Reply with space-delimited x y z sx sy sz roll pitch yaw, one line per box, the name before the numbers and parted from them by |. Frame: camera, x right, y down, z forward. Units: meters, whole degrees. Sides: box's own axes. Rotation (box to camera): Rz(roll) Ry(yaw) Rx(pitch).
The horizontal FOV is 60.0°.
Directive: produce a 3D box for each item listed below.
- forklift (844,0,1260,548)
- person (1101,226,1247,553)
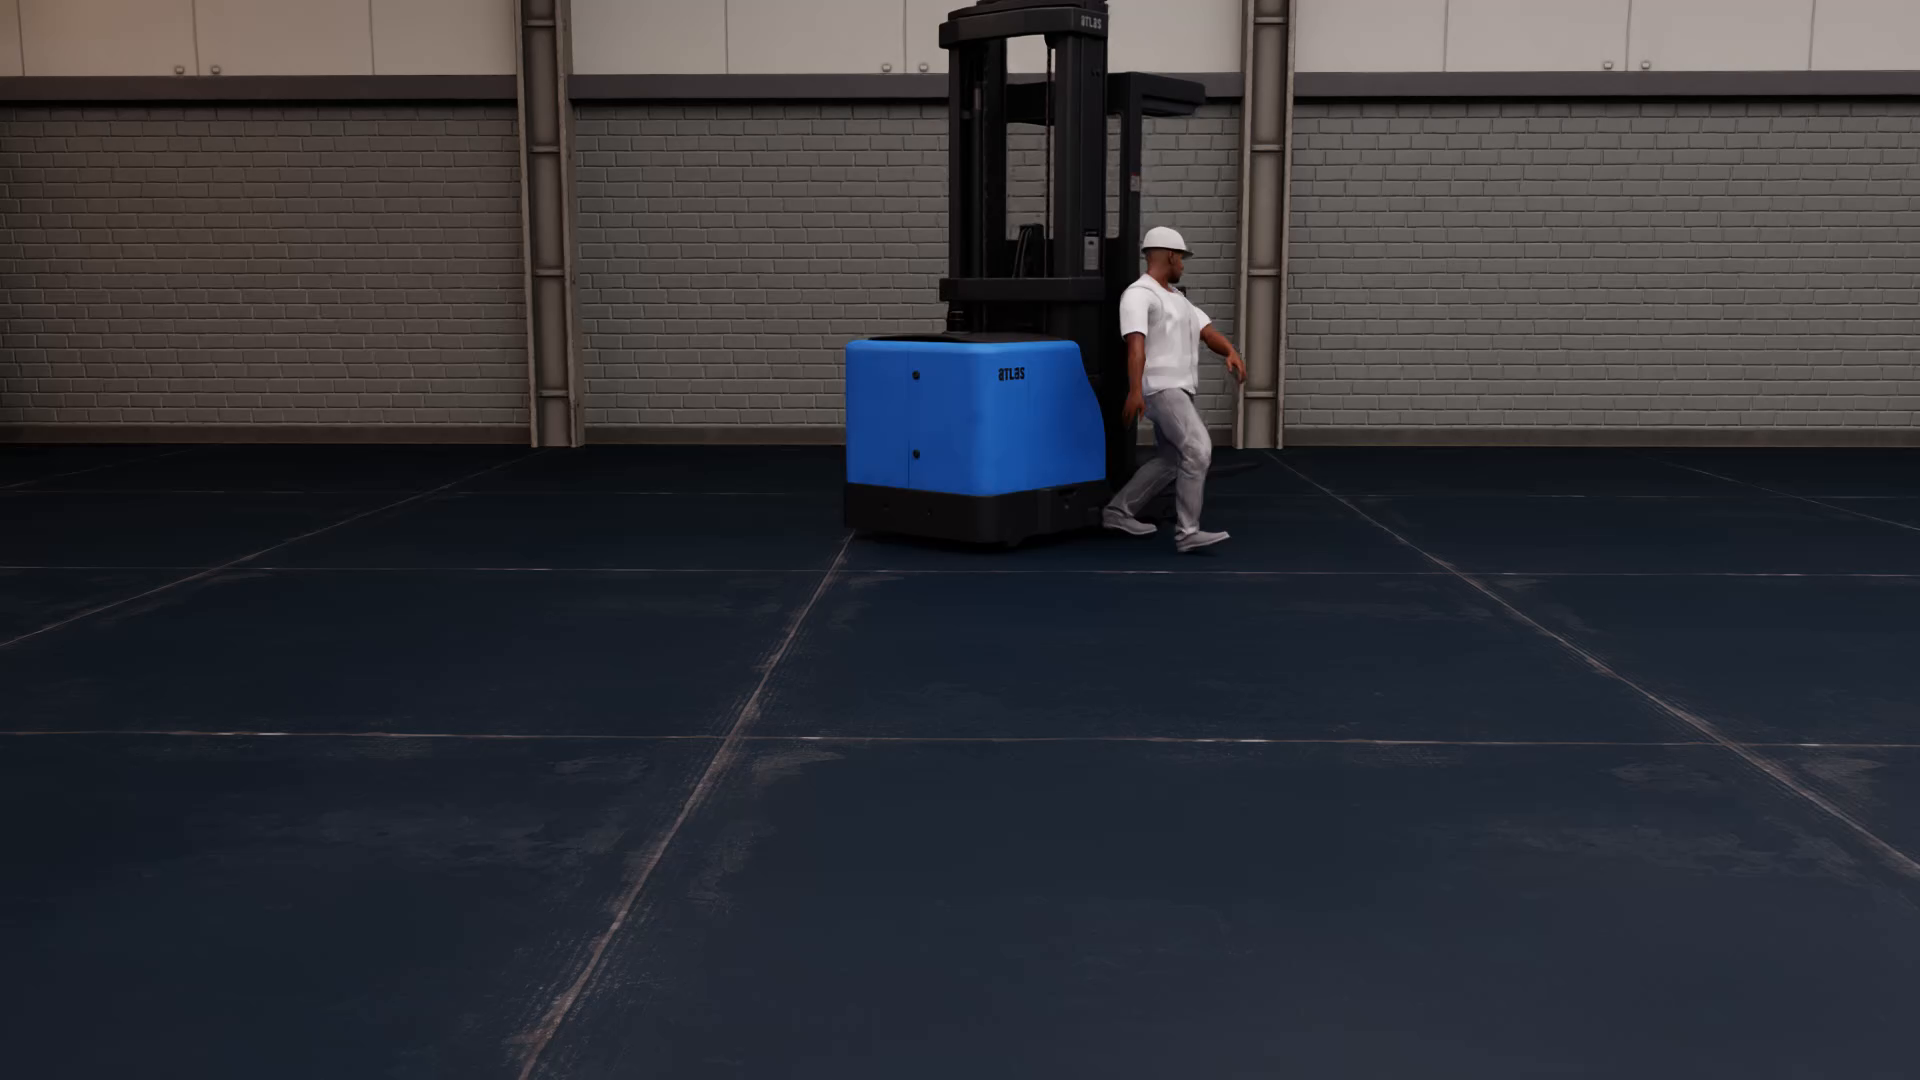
forklift | 0.705 -1.580 9.640 1.130 2.935 3.031 7 11 40
person | 1.072 -0.782 8.648 0.815 1.682 0.743 3 9 22
